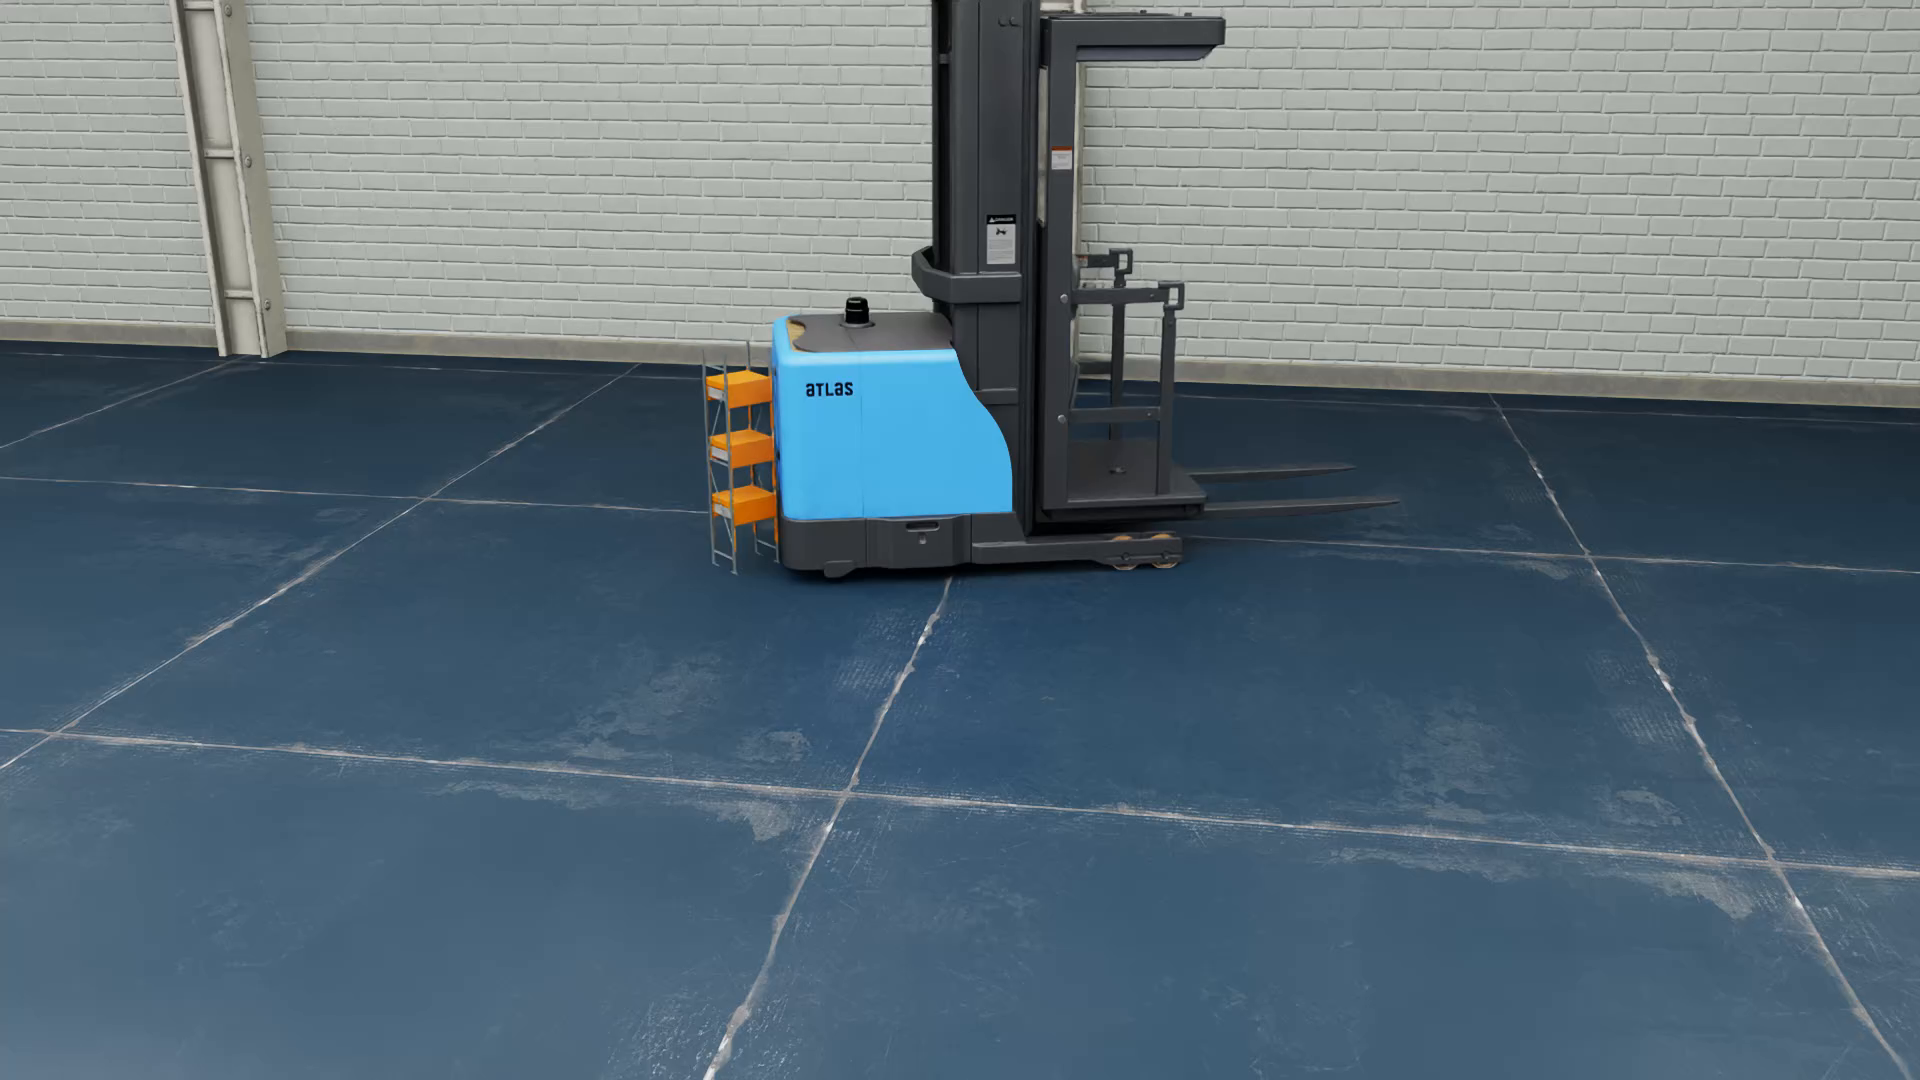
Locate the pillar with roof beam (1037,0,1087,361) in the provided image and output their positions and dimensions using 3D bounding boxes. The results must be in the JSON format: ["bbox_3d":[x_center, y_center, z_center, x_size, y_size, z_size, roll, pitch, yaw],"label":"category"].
[{"bbox_3d":[-0.071,-4.029,6.164,0.400,9.000,9.100,3,19,9],"label":"pillar with roof beam"}]

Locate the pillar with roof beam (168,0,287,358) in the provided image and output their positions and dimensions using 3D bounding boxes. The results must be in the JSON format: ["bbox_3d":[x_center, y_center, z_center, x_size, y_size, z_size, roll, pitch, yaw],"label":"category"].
[{"bbox_3d":[-5.996,-4.331,7.066,0.400,9.000,9.100,3,19,9],"label":"pillar with roof beam"}]

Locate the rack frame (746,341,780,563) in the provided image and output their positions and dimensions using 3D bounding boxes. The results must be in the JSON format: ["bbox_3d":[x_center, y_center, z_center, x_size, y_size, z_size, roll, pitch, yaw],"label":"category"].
[{"bbox_3d":[-0.933,-0.410,7.874,0.008,1.050,0.200,-15,23,-38],"label":"rack frame"}]

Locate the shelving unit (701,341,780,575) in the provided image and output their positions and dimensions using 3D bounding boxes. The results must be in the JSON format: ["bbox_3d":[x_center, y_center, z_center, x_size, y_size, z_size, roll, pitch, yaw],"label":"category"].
[{"bbox_3d":[-1.026,-0.385,7.799,0.252,1.050,0.215,-15,23,-38],"label":"shelving unit"}]

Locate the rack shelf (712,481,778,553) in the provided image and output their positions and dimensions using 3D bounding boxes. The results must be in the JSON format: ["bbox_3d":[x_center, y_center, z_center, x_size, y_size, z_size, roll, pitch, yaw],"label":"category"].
[{"bbox_3d":[-1.025,-0.112,7.890,0.240,0.259,0.215,-15,23,-38],"label":"rack shelf"}]

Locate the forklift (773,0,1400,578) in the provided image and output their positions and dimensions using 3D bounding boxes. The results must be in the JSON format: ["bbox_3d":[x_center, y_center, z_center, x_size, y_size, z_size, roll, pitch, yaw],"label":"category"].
[{"bbox_3d":[0.621,-1.407,7.889,3.031,2.935,1.130,-3,19,-7],"label":"forklift"}]

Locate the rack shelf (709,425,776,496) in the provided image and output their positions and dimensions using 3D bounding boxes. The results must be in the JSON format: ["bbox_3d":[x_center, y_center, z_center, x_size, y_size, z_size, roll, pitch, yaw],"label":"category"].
[{"bbox_3d":[-1.026,-0.375,7.802,0.240,0.259,0.215,-15,23,-38],"label":"rack shelf"}]

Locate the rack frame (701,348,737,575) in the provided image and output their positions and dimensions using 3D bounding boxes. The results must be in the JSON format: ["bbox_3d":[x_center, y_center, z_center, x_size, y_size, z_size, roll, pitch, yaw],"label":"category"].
[{"bbox_3d":[-1.119,-0.360,7.724,0.008,1.050,0.200,-15,23,-38],"label":"rack frame"}]

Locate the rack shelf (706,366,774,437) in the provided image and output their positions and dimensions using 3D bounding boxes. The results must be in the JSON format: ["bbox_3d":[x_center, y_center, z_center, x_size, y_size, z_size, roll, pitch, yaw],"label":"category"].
[{"bbox_3d":[-1.027,-0.645,7.713,0.240,0.259,0.215,-15,23,-38],"label":"rack shelf"}]
